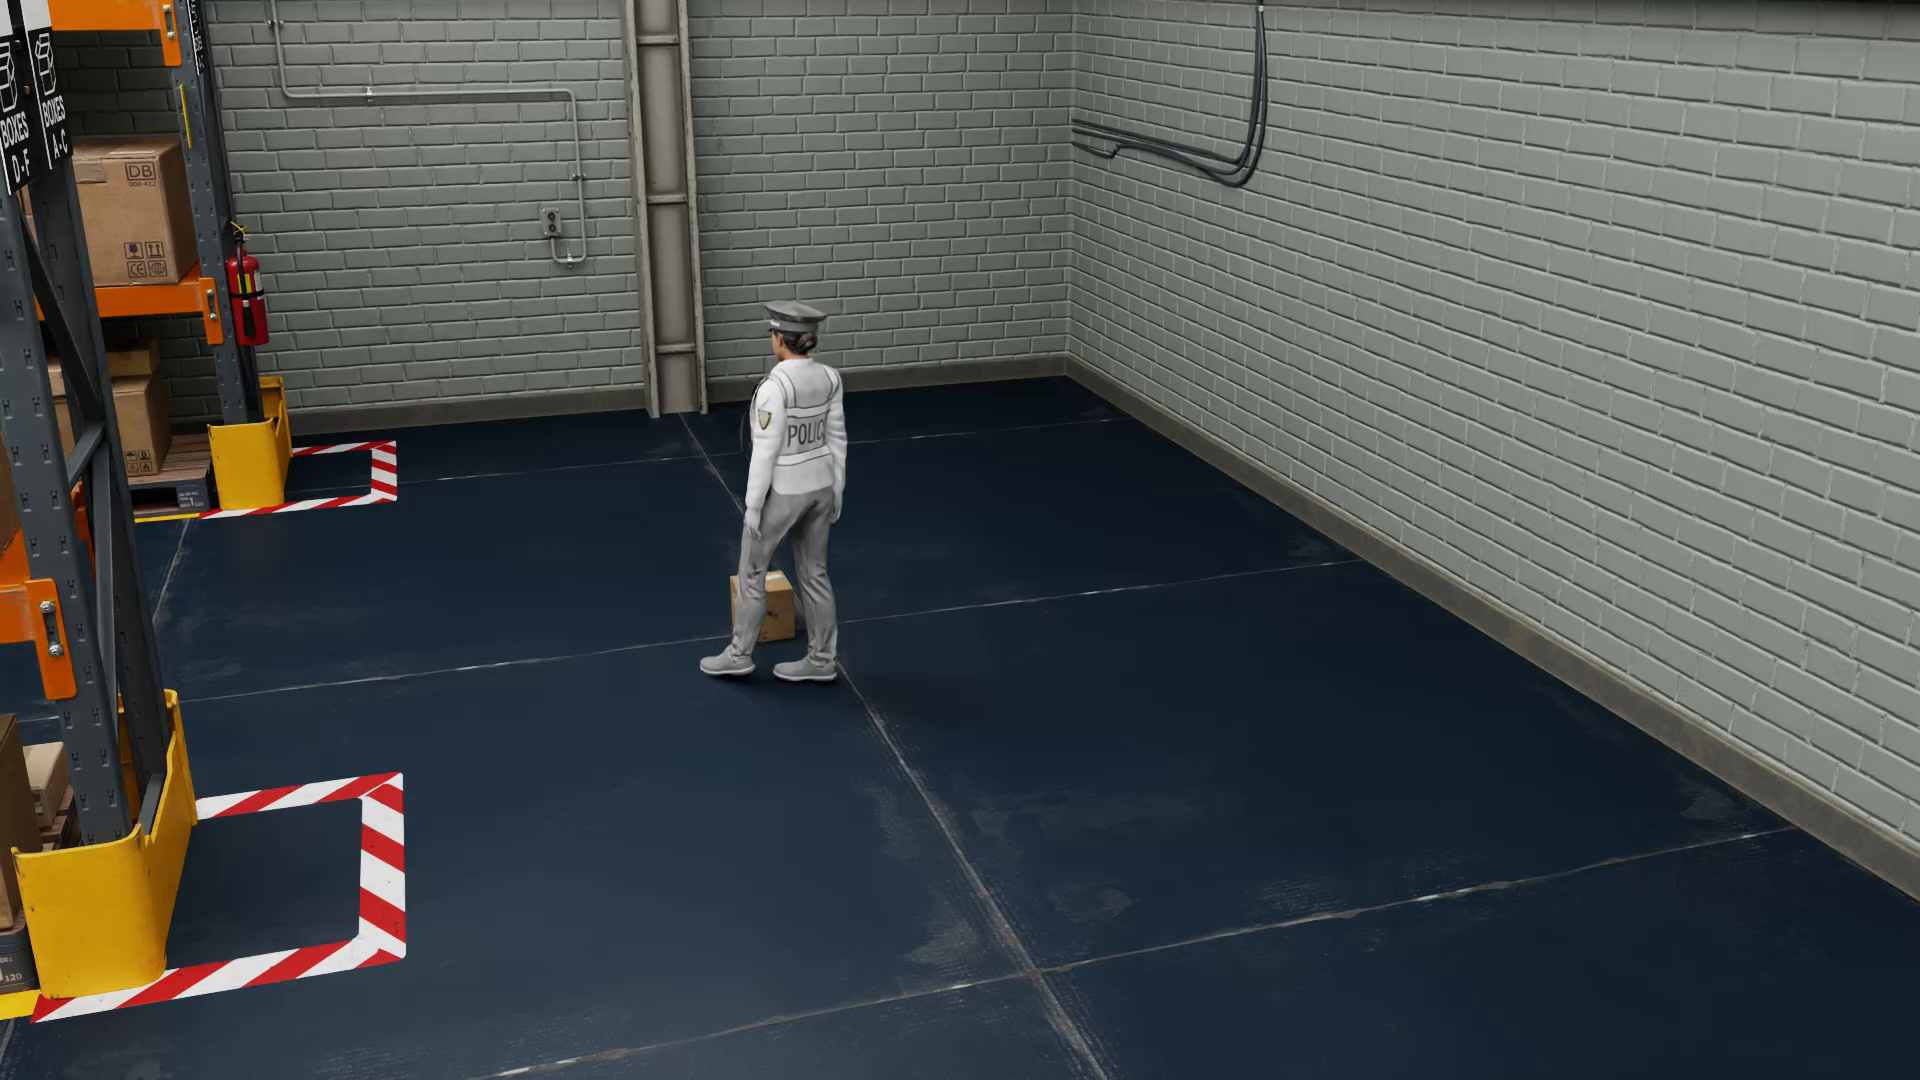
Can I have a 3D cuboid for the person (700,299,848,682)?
[{"bbox_3d":[-0.808,-0.206,7.130,0.580,1.662,0.512,15,24,36],"label":"person"}]
